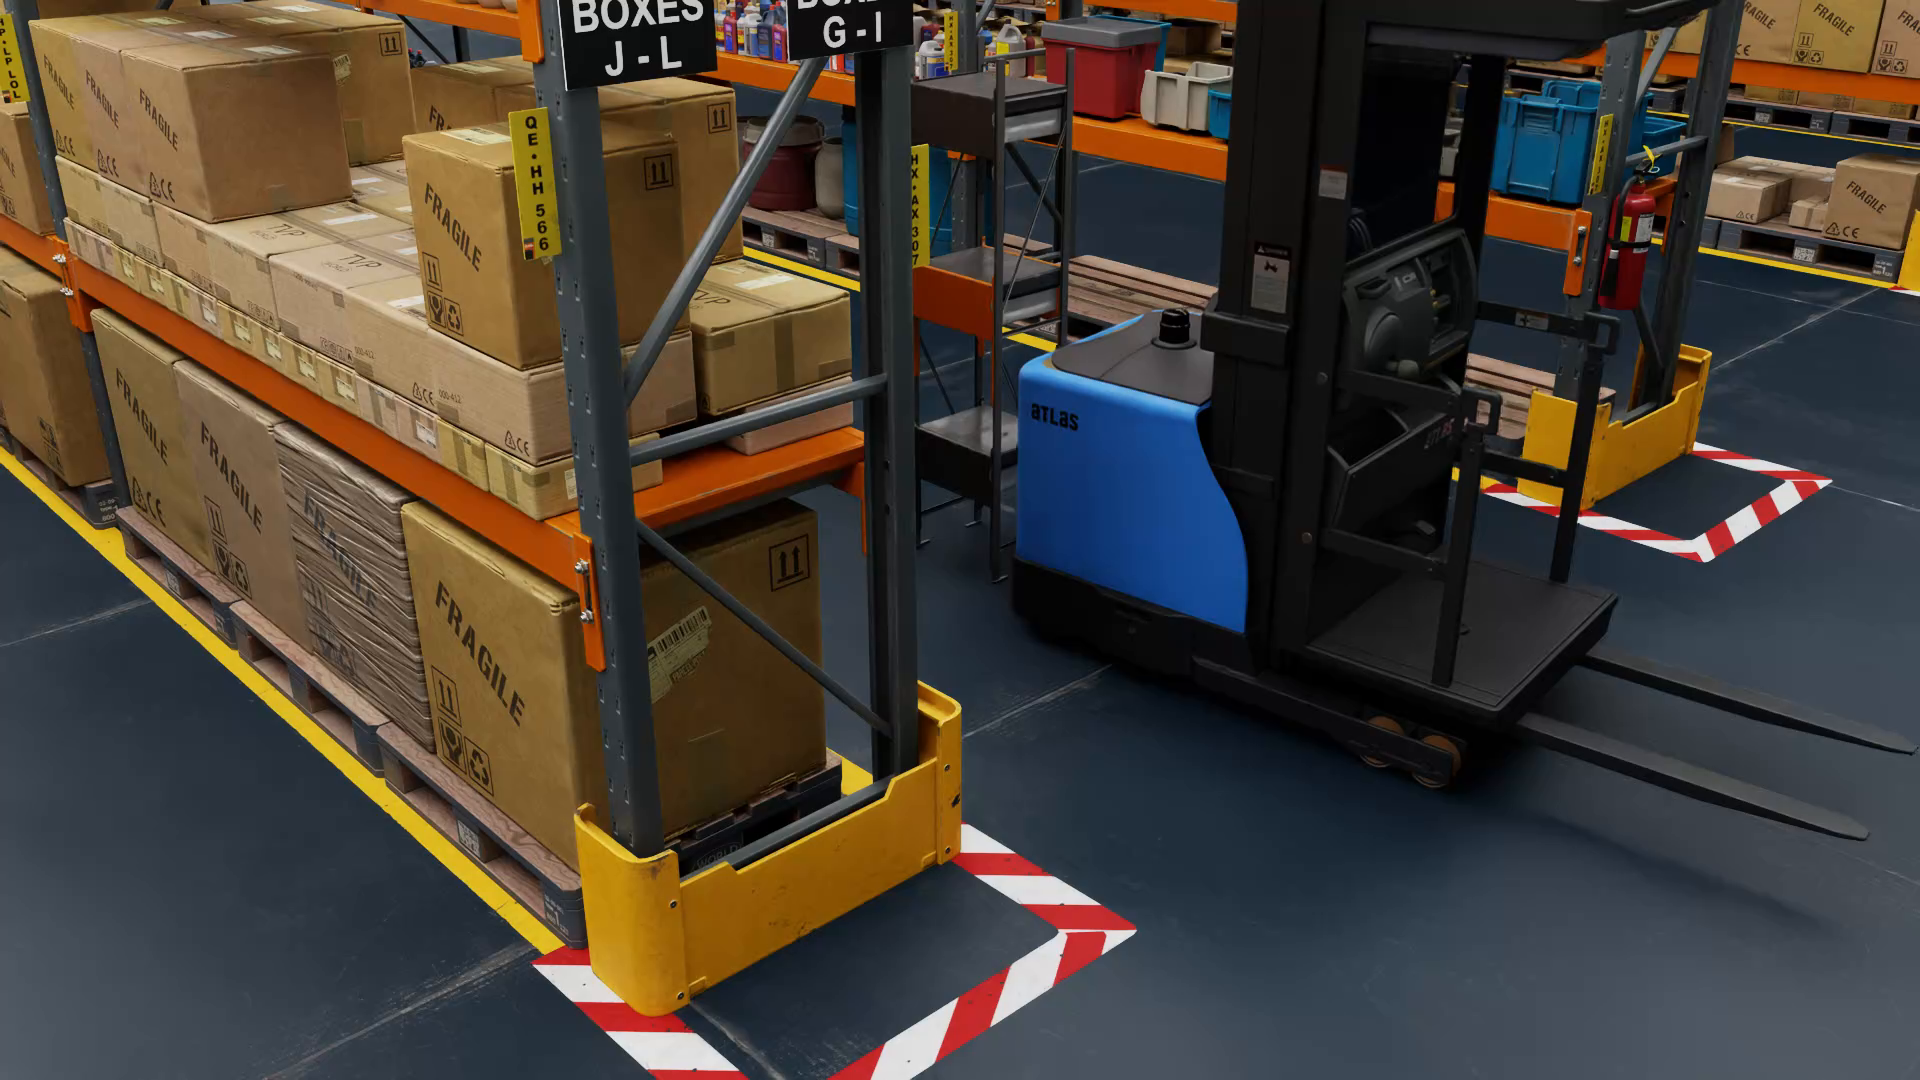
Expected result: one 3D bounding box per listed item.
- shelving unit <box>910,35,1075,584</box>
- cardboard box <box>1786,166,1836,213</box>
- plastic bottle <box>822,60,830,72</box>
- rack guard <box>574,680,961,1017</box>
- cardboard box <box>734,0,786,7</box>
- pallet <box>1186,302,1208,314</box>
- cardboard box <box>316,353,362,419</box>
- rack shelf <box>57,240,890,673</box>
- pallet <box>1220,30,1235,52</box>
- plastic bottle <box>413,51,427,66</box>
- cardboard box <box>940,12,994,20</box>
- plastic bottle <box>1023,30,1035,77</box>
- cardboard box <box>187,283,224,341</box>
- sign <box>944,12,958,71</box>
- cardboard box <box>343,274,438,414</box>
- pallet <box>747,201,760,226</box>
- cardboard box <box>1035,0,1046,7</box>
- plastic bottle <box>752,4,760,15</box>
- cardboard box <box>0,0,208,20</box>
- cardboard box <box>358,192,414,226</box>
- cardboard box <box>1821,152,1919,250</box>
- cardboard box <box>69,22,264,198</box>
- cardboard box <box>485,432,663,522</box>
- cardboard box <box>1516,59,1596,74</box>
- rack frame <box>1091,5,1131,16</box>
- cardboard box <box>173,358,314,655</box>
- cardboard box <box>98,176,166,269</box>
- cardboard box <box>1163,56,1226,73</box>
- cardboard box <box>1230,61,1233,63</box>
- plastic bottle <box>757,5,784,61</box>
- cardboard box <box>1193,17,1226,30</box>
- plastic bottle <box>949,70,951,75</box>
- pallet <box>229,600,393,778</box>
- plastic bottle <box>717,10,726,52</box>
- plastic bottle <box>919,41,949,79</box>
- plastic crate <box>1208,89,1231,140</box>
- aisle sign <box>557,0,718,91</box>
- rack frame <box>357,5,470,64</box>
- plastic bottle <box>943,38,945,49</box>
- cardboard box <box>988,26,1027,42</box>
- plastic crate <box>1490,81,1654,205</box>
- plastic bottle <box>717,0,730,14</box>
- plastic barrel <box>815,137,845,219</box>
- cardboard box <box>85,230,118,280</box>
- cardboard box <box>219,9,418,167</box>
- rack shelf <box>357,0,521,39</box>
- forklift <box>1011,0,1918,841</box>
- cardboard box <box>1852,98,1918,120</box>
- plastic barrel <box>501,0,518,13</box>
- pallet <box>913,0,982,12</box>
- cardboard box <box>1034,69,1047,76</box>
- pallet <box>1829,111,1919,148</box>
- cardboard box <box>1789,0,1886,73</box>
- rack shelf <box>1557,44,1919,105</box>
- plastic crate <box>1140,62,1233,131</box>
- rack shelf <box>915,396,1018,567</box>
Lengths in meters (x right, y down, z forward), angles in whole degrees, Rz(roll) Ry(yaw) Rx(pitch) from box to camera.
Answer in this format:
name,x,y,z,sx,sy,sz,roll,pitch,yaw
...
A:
name,x,y,z,sx,sy,sz,roll,pitch,yaw
shelving unit,0.113,-0.905,6.704,0.431,2.100,0.503,-21,32,-38
cardboard box,6.198,-2.456,11.803,0.500,0.250,0.500,-21,32,-38
plastic bottle,-0.840,-3.194,10.786,0.152,0.276,0.135,-21,32,-38
rack guard,-0.513,0.843,4.799,1.175,0.500,0.348,-21,32,-38
cardboard box,-2.308,-6.261,19.263,0.500,0.500,0.500,-21,32,-38
pallet,1.721,-1.068,9.337,1.003,0.211,1.213,-21,32,-38
cardboard box,-1.713,-0.511,5.058,0.380,0.149,0.250,-22,33,-40
rack shelf,-1.897,-0.580,5.774,1.077,0.370,4.000,-21,32,-38
pallet,3.487,-6.279,20.759,1.003,0.211,1.213,-21,32,-38
plastic bottle,-5.365,-4.699,16.598,0.144,0.351,0.185,-20,31,-37
cardboard box,0.029,-5.439,17.689,0.500,0.311,0.500,-22,32,-39
plastic bottle,0.413,-3.097,10.566,0.061,0.283,0.133,-21,32,-38
cardboard box,-2.418,-0.822,5.741,0.380,0.149,0.250,-21,32,-38
sign,-0.051,-2.889,9.635,0.100,0.325,0.005,-21,32,-38
cardboard box,-1.401,-0.594,4.760,0.500,0.250,0.500,-22,32,-39
pallet,-1.813,-2.634,12.770,1.003,0.211,1.213,-21,32,-38
cardboard box,1.377,-7.518,22.598,0.500,0.500,0.500,21,32,38
plastic bottle,-1.504,-3.899,12.421,0.097,0.201,0.097,0,25,0
cardboard box,-3.706,-2.206,7.143,0.797,0.503,0.637,-22,33,-40
cardboard box,-1.722,-1.056,5.773,0.500,0.250,0.500,-22,32,-39
cardboard box,6.153,-2.268,11.090,0.500,0.500,0.500,-21,32,-38
cardboard box,-2.792,-1.552,5.958,0.500,0.500,0.500,-21,32,-38
cardboard box,-1.013,-0.202,4.380,0.380,0.149,0.250,-20,32,-38
cardboard box,6.435,-5.370,17.492,0.750,0.750,0.750,-20,31,-37
rack frame,2.116,-8.152,21.506,1.000,3.000,0.127,-21,32,-38
cardboard box,-2.256,-0.242,6.221,0.875,0.875,0.875,-21,32,-38
cardboard box,-2.797,-1.212,6.114,0.500,0.250,0.500,-21,32,-39
cardboard box,2.040,-4.068,15.034,0.500,0.500,0.500,-22,32,-39
cardboard box,2.763,-4.066,15.031,0.500,0.500,0.500,22,33,40
plastic bottle,-1.268,-3.415,11.182,0.144,0.351,0.185,-21,32,-38
cardboard box,3.340,-6.689,20.779,0.700,0.500,0.500,-21,32,-38
plastic bottle,-0.075,-2.897,10.225,0.097,0.201,0.097,0,25,0
pallet,-1.963,0.378,6.168,1.003,0.211,1.213,-21,32,-38
plastic bottle,-1.631,-3.526,11.520,0.097,0.271,0.097,0,25,0
plastic bottle,-0.154,-2.890,10.119,0.152,0.276,0.135,-21,32,-38
plastic crate,1.495,-2.207,8.603,0.416,0.233,0.300,-21,32,-38
aisle sign,-0.699,-1.377,3.523,0.394,0.787,0.004,-21,32,-38
rack frame,-5.116,-5.342,15.346,1.000,3.000,0.127,-21,32,-38
plastic bottle,-0.062,-3.259,11.020,0.097,0.201,0.097,0,25,0
cardboard box,0.338,-4.974,16.670,0.500,0.311,0.500,-22,32,-39
plastic crate,2.721,-1.798,7.463,0.616,0.435,0.499,-21,32,-38
plastic bottle,-1.794,-4.076,12.710,0.061,0.283,0.133,-21,32,-38
plastic barrel,-0.812,-2.558,11.735,0.421,0.512,0.421,0,25,0
cardboard box,-3.125,-1.135,6.427,0.250,0.149,0.380,23,33,40
cardboard box,-2.415,-1.705,6.292,0.500,0.500,0.500,-21,32,-38
rack shelf,-3.749,-4.409,14.167,1.077,0.370,4.000,-21,32,-38
forklift,1.660,-0.768,5.403,3.031,2.935,1.130,19,31,35
cardboard box,8.710,-4.218,15.387,0.700,0.500,0.500,-20,31,-37
plastic barrel,-3.529,-4.560,13.496,0.421,0.512,0.421,0,25,0
pallet,-0.037,-7.817,24.130,1.003,0.211,1.213,-21,32,-38
cardboard box,0.698,-4.564,16.448,0.500,0.250,0.500,-20,31,-37
pallet,8.884,-3.838,15.408,1.003,0.211,1.213,-21,32,-38
cardboard box,5.842,-3.371,10.904,0.500,0.500,0.500,-21,32,-38
rack shelf,5.337,-3.389,11.932,1.077,0.370,4.000,-21,32,-38
plastic crate,1.261,-2.377,8.916,0.437,0.282,0.530,-21,32,-38
rack shelf,0.113,-0.256,7.000,0.431,0.518,0.480,-21,32,-38
